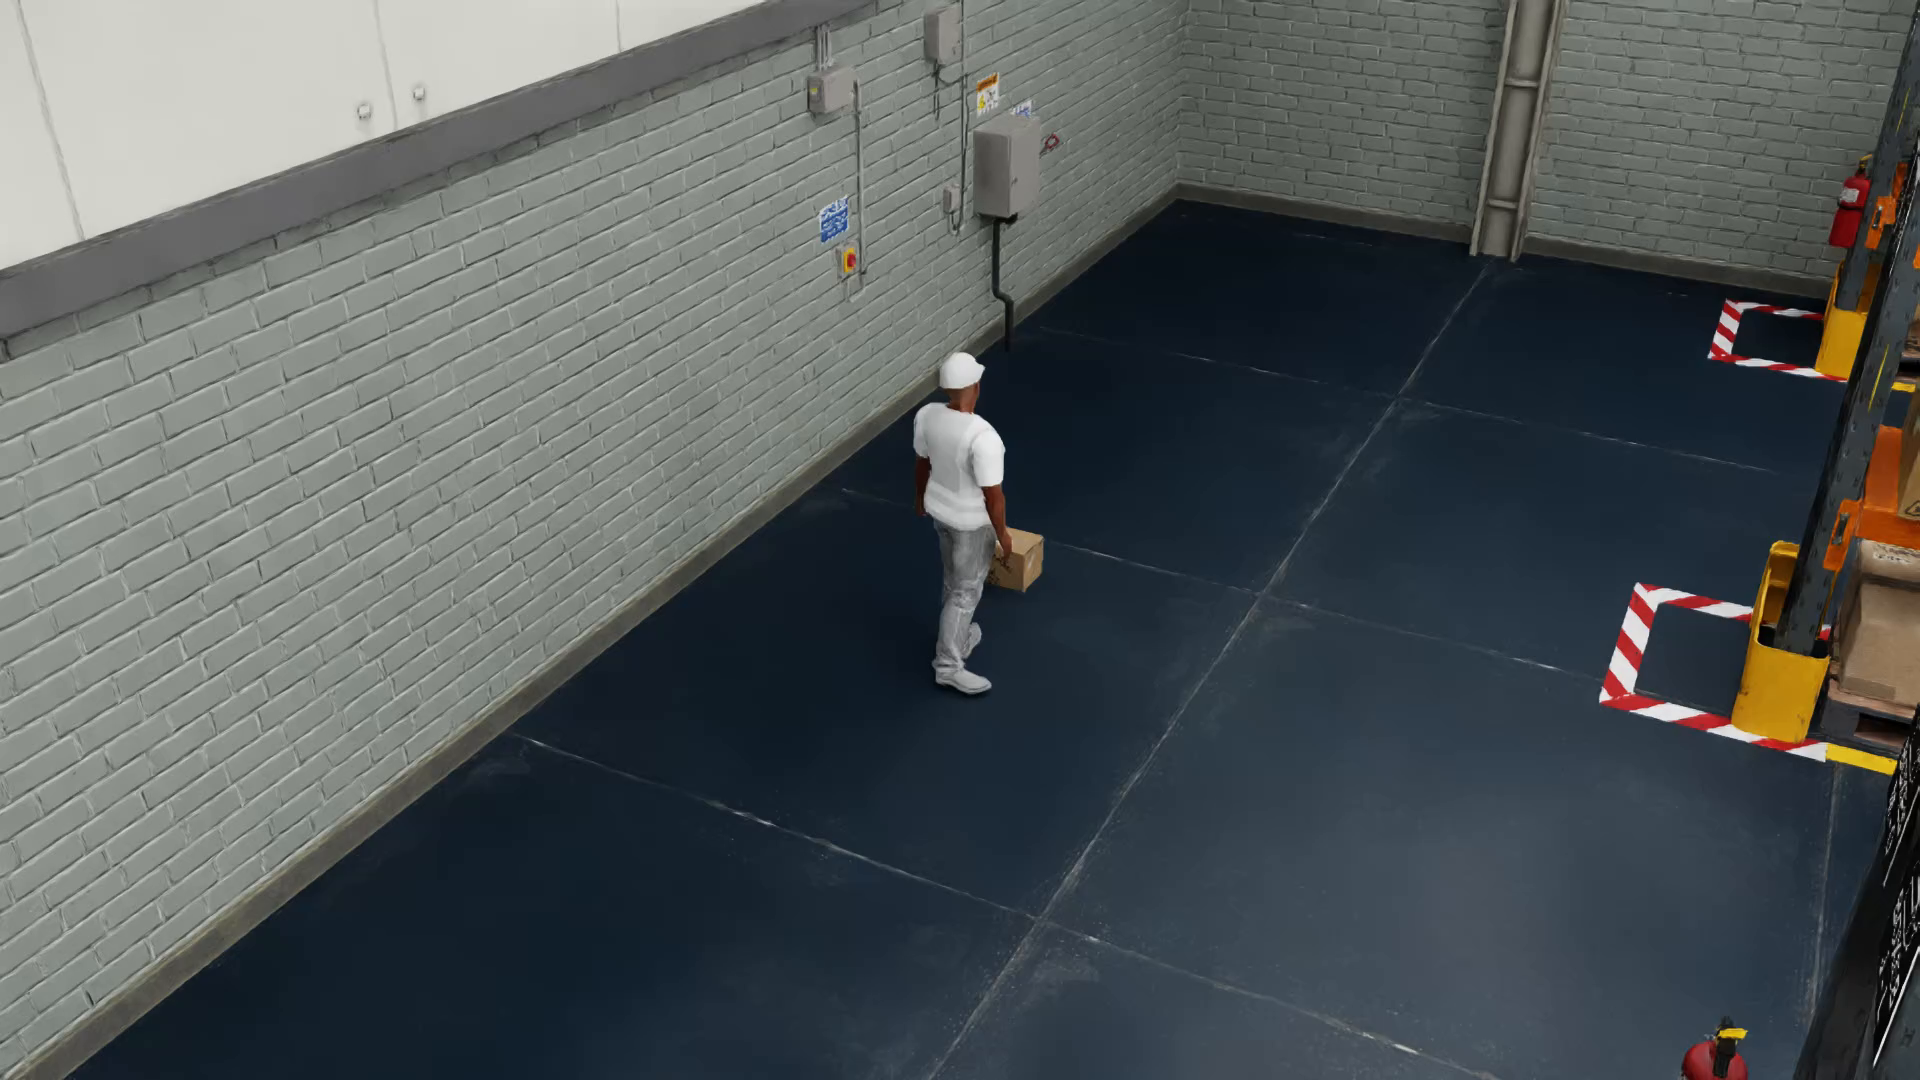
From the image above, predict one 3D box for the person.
[{"bbox_3d":[0.015,-0.111,8.461,0.524,1.763,0.651,-23,37,-34],"label":"person"}]
